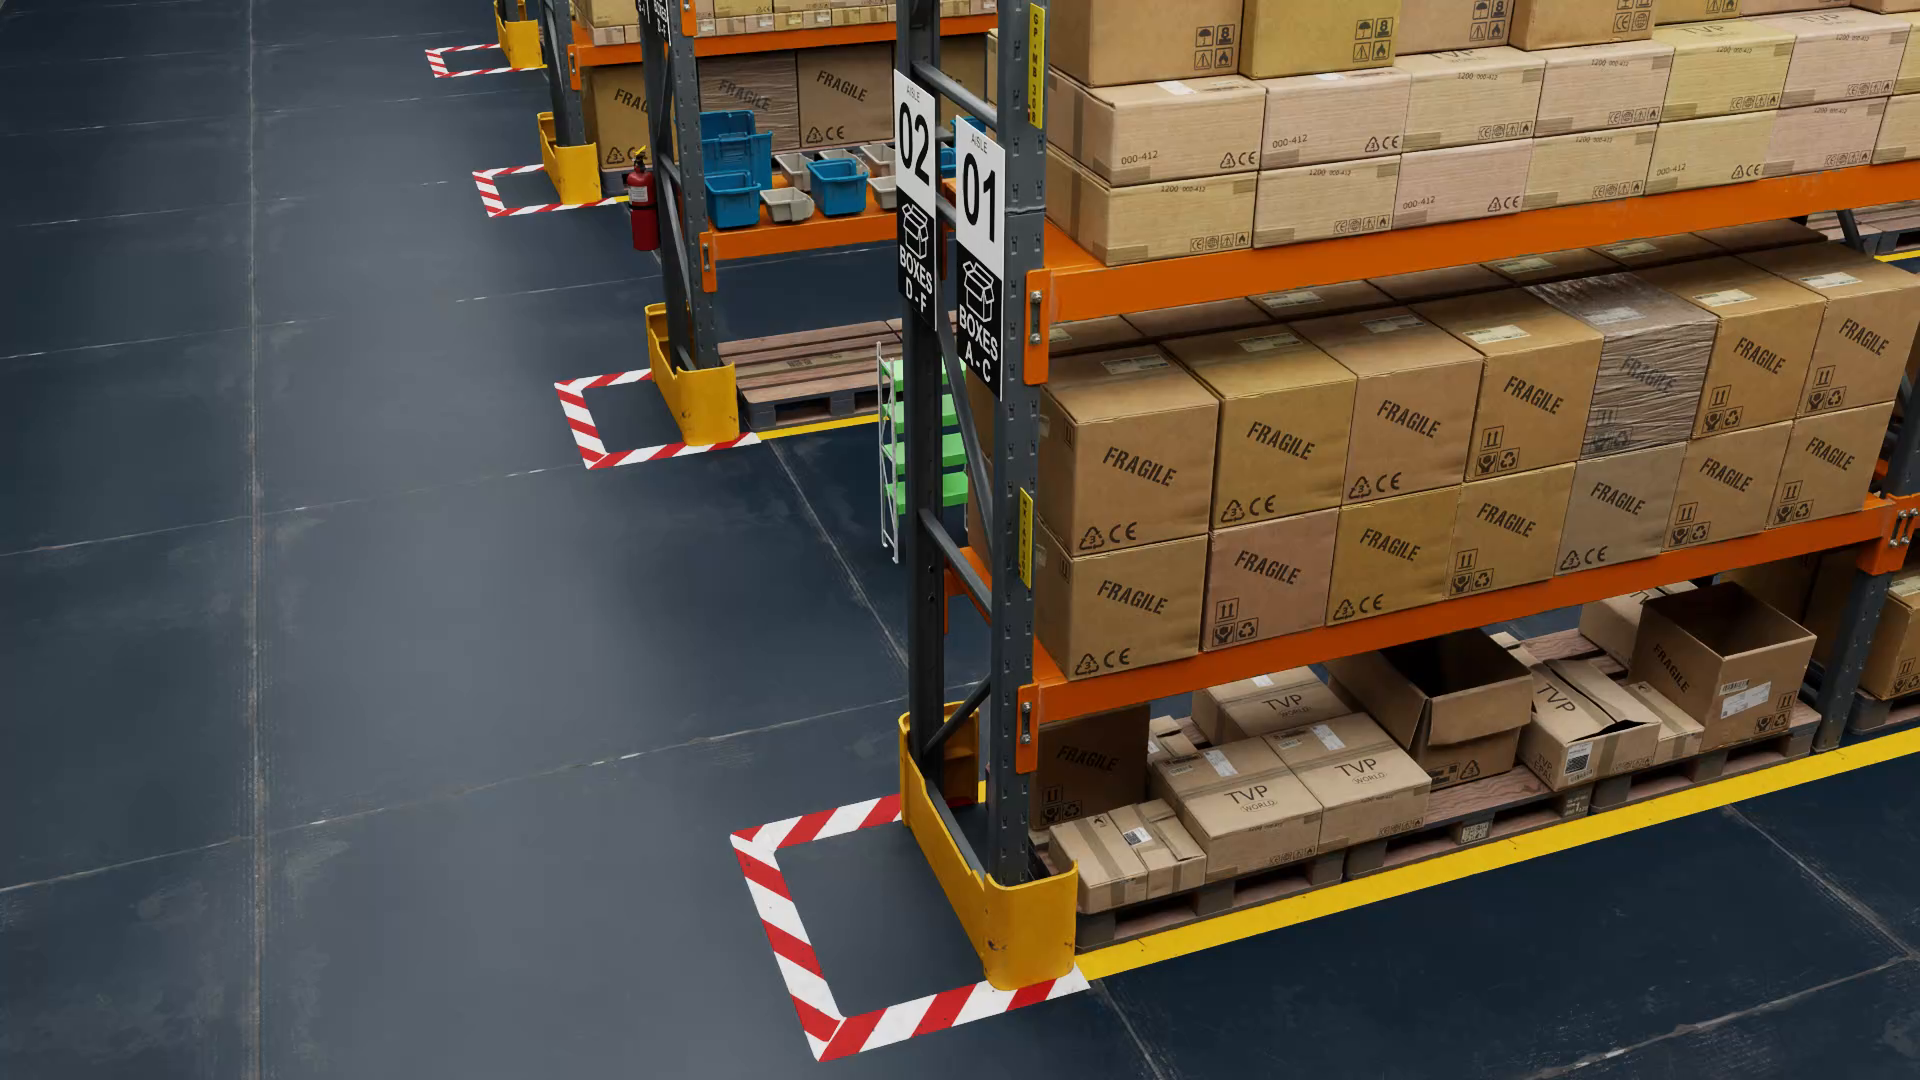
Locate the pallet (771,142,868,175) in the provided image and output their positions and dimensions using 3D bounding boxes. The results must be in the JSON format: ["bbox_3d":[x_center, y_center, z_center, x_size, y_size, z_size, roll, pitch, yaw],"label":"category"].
[{"bbox_3d":[-1.567,-3.650,15.443,1.213,0.211,1.003,-10,31,-18],"label":"pallet"}]

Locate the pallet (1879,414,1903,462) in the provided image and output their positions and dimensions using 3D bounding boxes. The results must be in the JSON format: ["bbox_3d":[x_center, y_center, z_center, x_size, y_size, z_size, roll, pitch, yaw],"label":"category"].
[{"bbox_3d":[4.556,-0.576,7.424,1.213,0.211,1.003,-10,31,-18],"label":"pallet"}]

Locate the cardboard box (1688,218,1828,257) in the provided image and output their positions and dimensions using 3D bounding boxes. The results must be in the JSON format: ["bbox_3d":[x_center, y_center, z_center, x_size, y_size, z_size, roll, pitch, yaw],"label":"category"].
[{"bbox_3d":[3.229,-1.099,7.038,0.500,0.500,0.500,-10,31,-16],"label":"cardboard box"}]

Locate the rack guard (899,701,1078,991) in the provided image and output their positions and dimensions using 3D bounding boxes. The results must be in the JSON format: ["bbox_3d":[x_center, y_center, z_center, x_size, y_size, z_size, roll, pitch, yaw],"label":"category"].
[{"bbox_3d":[0.091,1.192,6.654,0.348,0.500,1.175,-10,31,-18],"label":"rack guard"}]

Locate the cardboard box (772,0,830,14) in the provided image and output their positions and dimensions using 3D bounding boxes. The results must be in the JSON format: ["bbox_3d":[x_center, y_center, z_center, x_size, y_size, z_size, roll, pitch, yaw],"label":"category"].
[{"bbox_3d":[-1.442,-4.770,14.444,0.500,0.250,0.500,-11,31,-19],"label":"cardboard box"}]

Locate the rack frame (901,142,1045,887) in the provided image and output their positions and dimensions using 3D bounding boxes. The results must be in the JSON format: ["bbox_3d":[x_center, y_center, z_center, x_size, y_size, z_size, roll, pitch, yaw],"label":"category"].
[{"bbox_3d":[0.020,0.119,6.012,0.127,3.000,1.000,-10,31,-18],"label":"rack frame"}]

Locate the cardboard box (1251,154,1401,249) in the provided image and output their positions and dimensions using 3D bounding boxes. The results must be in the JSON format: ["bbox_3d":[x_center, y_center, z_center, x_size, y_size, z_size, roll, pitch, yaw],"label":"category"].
[{"bbox_3d":[1.063,-1.171,5.396,0.500,0.250,0.500,-10,31,-18],"label":"cardboard box"}]

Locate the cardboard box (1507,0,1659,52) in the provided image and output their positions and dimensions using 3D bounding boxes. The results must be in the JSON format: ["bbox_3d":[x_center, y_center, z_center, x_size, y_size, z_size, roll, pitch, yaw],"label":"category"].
[{"bbox_3d":[1.926,-1.985,5.563,0.500,0.500,0.700,-10,31,-18],"label":"cardboard box"}]

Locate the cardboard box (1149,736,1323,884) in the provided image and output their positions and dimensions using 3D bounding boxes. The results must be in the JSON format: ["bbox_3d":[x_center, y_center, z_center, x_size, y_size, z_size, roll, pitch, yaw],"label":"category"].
[{"bbox_3d":[1.097,1.074,6.669,0.500,0.250,0.500,-10,31,-18],"label":"cardboard box"}]

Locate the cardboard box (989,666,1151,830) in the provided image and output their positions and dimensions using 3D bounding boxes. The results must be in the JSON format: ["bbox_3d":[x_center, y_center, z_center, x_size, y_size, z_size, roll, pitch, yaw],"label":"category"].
[{"bbox_3d":[0.444,0.805,6.887,0.500,0.500,0.500,-10,31,-18],"label":"cardboard box"}]

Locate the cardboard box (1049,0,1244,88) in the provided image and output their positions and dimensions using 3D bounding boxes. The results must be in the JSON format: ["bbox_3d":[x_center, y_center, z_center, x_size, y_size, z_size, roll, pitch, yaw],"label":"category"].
[{"bbox_3d":[0.496,-1.759,5.166,0.500,0.500,0.700,-10,31,-18],"label":"cardboard box"}]

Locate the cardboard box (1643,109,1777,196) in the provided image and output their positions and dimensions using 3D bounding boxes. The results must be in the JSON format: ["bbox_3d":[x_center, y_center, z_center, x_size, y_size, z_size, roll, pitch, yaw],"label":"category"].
[{"bbox_3d":[2.468,-1.431,5.853,0.500,0.250,0.500,-10,31,-18],"label":"cardboard box"}]

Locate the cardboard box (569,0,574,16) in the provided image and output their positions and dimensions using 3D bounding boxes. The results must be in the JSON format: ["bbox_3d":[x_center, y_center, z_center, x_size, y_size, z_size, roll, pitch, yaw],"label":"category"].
[{"bbox_3d":[-4.456,-5.932,18.486,0.250,0.149,0.380,-12,32,-20],"label":"cardboard box"}]

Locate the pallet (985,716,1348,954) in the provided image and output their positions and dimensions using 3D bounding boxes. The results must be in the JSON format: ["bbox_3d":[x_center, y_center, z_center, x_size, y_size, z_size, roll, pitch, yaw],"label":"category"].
[{"bbox_3d":[0.838,1.179,6.967,1.213,0.211,1.003,-10,31,-18],"label":"pallet"}]

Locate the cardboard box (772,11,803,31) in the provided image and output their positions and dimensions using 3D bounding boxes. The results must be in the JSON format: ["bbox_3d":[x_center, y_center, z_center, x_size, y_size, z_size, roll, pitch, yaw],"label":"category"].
[{"bbox_3d":[-1.542,-4.543,14.448,0.250,0.149,0.380,-11,32,-19],"label":"cardboard box"}]

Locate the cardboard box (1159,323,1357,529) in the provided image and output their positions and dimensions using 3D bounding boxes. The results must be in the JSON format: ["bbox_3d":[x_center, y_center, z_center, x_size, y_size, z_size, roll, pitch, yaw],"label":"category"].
[{"bbox_3d":[1.015,-0.407,5.824,0.500,0.500,0.500,-10,31,-17],"label":"cardboard box"}]

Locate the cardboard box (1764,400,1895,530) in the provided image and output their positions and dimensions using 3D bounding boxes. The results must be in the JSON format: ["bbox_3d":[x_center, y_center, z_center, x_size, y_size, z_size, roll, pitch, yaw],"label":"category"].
[{"bbox_3d":[3.390,-0.410,6.838,0.500,0.500,0.500,-10,31,-17],"label":"cardboard box"}]

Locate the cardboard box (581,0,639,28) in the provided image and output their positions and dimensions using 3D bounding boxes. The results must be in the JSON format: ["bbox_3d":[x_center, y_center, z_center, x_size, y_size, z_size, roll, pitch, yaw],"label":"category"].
[{"bbox_3d":[-2.887,-4.500,13.969,0.500,0.250,0.500,-11,32,-19],"label":"cardboard box"}]

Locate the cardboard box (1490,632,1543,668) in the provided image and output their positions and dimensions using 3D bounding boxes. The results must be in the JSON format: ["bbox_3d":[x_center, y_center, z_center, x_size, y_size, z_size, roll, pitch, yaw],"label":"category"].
[{"bbox_3d":[2.493,0.594,7.595,0.250,0.166,0.380,-10,31,-18],"label":"cardboard box"}]

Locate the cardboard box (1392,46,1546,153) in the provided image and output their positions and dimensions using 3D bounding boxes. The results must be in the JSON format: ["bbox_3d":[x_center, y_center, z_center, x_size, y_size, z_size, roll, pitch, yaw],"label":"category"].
[{"bbox_3d":[1.530,-1.477,5.429,0.500,0.250,0.500,-10,31,-18],"label":"cardboard box"}]

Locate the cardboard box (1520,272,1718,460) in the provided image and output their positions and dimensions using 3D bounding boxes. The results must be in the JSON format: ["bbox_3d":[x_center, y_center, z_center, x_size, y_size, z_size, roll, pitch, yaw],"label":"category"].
[{"bbox_3d":[2.434,-0.666,6.277,0.500,0.500,0.500,-10,31,-17],"label":"cardboard box"}]

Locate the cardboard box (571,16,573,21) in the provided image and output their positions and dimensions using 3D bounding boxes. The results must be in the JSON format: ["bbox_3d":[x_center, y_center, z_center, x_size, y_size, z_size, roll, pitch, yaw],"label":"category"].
[{"bbox_3d":[-4.485,-5.841,18.628,0.250,0.149,0.380,-9,31,-16],"label":"cardboard box"}]

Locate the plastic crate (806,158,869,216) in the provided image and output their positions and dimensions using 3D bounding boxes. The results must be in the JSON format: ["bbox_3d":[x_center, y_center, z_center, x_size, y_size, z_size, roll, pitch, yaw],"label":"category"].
[{"bbox_3d":[-0.740,-2.137,10.079,0.300,0.233,0.416,-10,31,-18],"label":"plastic crate"}]

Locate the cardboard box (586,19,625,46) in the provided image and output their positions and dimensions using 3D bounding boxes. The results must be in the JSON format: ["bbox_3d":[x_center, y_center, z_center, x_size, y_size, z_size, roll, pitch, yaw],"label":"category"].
[{"bbox_3d":[-2.983,-4.277,13.981,0.250,0.149,0.380,-10,31,-17],"label":"cardboard box"}]

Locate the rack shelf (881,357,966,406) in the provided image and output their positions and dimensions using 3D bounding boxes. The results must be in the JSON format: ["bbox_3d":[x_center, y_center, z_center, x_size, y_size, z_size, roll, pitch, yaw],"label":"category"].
[{"bbox_3d":[-0.155,-0.854,8.697,0.480,0.148,0.258,-10,31,-18],"label":"rack shelf"}]

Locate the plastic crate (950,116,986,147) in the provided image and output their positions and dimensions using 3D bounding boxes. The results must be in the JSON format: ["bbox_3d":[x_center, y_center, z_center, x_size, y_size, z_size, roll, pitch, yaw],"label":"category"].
[{"bbox_3d":[0.132,-2.607,10.904,0.300,0.233,0.416,-10,31,-18],"label":"plastic crate"}]

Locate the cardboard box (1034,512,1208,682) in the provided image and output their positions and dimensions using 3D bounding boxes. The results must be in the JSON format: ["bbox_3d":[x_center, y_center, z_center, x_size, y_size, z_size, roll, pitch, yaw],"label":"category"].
[{"bbox_3d":[0.528,0.121,5.907,0.500,0.500,0.500,-10,31,-17],"label":"cardboard box"}]

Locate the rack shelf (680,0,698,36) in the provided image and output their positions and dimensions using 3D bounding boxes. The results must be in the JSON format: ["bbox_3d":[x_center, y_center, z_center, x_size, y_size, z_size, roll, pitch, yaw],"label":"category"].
[{"bbox_3d":[0.171,-3.516,10.088,4.000,0.370,1.077,-10,31,-18],"label":"rack shelf"}]

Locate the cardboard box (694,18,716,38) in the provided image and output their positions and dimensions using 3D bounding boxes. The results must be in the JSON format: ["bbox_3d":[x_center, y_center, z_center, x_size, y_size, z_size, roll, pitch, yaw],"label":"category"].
[{"bbox_3d":[-2.259,-4.412,14.218,0.250,0.149,0.380,-11,31,-18],"label":"cardboard box"}]

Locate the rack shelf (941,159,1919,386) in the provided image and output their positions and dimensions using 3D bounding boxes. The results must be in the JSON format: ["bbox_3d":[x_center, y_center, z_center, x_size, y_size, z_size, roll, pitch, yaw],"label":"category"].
[{"bbox_3d":[1.895,-1.217,6.053,4.000,0.370,1.077,-10,31,-18],"label":"rack shelf"}]

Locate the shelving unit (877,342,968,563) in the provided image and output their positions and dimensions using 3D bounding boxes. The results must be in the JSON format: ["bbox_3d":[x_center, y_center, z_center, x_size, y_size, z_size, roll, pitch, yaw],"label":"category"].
[{"bbox_3d":[-0.155,-0.493,8.903,0.503,1.200,0.258,-10,31,-18],"label":"shelving unit"}]

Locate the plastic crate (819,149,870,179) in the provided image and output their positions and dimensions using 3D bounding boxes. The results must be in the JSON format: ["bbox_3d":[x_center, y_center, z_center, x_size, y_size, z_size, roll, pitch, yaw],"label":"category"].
[{"bbox_3d":[-0.726,-2.360,10.568,0.243,0.136,0.396,-10,31,-18],"label":"plastic crate"}]

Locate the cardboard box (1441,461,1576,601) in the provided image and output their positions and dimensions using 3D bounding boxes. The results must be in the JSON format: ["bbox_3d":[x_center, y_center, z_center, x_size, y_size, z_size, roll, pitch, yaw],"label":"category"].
[{"bbox_3d":[1.950,-0.141,6.367,0.500,0.500,0.500,-10,31,-17],"label":"cardboard box"}]

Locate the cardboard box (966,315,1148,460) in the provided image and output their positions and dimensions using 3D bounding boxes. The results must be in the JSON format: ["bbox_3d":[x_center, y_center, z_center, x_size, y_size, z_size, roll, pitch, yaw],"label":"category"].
[{"bbox_3d":[0.341,-0.564,6.098,0.500,0.500,0.500,-11,31,-18],"label":"cardboard box"}]

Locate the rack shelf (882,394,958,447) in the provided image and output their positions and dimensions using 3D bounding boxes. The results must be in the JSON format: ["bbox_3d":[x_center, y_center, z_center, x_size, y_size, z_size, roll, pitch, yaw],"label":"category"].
[{"bbox_3d":[-0.155,-0.646,8.816,0.480,0.148,0.258,-10,31,-18],"label":"rack shelf"}]

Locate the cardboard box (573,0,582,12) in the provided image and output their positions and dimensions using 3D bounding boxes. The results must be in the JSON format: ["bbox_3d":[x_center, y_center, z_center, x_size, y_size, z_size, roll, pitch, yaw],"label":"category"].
[{"bbox_3d":[-3.069,-4.749,14.406,0.500,0.250,0.500,-11,31,-18],"label":"cardboard box"}]

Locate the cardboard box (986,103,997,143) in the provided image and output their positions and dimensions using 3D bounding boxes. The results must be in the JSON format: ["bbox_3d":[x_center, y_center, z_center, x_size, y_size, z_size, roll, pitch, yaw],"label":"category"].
[{"bbox_3d":[0.410,-1.331,5.677,0.500,0.250,0.500,-10,31,-18],"label":"cardboard box"}]

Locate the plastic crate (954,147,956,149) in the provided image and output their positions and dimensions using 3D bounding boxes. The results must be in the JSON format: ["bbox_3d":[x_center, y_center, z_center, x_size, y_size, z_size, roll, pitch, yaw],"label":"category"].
[{"bbox_3d":[0.158,-2.302,10.370,0.300,0.233,0.416,-10,31,-18],"label":"plastic crate"}]

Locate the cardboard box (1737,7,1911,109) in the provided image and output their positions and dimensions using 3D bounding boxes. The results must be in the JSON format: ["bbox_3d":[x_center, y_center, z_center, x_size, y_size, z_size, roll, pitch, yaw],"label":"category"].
[{"bbox_3d":[2.938,-1.733,5.877,0.500,0.250,0.500,-10,31,-18],"label":"cardboard box"}]

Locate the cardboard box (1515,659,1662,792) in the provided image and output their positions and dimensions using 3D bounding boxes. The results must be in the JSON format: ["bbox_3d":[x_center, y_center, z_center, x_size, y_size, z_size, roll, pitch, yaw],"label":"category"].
[{"bbox_3d":[2.631,0.765,7.149,0.500,0.311,0.500,-10,31,-18],"label":"cardboard box"}]

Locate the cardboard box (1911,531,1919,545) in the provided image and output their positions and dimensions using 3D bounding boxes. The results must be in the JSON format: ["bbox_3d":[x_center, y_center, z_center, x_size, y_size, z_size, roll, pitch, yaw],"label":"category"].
[{"bbox_3d":[4.803,0.255,7.852,0.500,0.500,0.500,-10,31,-17],"label":"cardboard box"}]

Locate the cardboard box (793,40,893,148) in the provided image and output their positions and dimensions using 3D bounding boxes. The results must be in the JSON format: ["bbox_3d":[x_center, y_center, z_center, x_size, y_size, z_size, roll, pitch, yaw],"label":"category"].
[{"bbox_3d":[-1.172,-4.196,15.306,0.875,0.875,0.875,-10,31,-18],"label":"cardboard box"}]

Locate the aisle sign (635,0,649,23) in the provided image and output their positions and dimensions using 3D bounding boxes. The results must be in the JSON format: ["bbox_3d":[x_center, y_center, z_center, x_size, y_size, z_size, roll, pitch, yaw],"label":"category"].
[{"bbox_3d":[-1.873,-3.433,9.620,0.004,0.787,0.394,-10,31,-18],"label":"aisle sign"}]

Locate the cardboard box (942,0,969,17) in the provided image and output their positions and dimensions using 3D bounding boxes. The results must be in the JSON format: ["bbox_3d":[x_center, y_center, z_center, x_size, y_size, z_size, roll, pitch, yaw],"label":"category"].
[{"bbox_3d":[-0.095,-4.810,14.917,0.250,0.149,0.380,-10,31,-17],"label":"cardboard box"}]

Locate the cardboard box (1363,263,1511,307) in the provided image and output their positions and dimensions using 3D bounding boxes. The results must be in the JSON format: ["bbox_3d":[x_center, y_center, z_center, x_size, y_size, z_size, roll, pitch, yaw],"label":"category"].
[{"bbox_3d":[1.780,-0.832,6.568,0.500,0.500,0.500,-9,31,-16],"label":"cardboard box"}]

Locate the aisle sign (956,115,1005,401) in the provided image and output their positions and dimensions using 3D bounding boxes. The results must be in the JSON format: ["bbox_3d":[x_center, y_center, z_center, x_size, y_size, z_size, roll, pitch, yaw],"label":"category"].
[{"bbox_3d":[0.059,-0.863,5.108,0.004,0.787,0.394,-10,31,-18],"label":"aisle sign"}]

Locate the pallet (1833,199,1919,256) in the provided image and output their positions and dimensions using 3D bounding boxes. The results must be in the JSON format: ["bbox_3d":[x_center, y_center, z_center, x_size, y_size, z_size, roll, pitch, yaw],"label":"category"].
[{"bbox_3d":[7.675,-2.674,13.730,1.213,0.211,1.003,-10,31,-18],"label":"pallet"}]

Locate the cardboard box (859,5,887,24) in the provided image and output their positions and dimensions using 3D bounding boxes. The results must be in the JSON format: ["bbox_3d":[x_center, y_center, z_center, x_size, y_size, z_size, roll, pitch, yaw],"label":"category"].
[{"bbox_3d":[-0.818,-4.677,14.683,0.250,0.149,0.380,-10,31,-17],"label":"cardboard box"}]

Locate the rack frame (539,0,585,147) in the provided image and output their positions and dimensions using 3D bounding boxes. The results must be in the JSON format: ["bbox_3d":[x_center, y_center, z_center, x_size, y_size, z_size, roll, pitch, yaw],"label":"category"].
[{"bbox_3d":[-3.431,-4.478,14.080,0.127,3.000,1.000,-10,31,-18],"label":"rack frame"}]

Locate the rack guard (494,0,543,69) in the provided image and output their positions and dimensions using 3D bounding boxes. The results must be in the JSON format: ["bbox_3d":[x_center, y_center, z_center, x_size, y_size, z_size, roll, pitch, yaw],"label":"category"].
[{"bbox_3d":[-4.994,-5.724,18.792,0.348,0.500,1.175,-10,31,-18],"label":"rack guard"}]

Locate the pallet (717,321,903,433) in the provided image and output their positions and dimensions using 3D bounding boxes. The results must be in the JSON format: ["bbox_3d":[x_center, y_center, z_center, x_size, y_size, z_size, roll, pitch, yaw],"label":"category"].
[{"bbox_3d":[-0.917,-1.093,10.955,1.213,0.211,1.003,-10,31,-18],"label":"pallet"}]

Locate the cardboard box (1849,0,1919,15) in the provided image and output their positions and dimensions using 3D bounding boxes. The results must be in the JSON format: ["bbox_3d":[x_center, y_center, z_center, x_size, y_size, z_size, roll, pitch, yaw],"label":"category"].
[{"bbox_3d":[3.327,-2.251,6.030,0.500,0.500,0.700,-10,31,-18],"label":"cardboard box"}]
